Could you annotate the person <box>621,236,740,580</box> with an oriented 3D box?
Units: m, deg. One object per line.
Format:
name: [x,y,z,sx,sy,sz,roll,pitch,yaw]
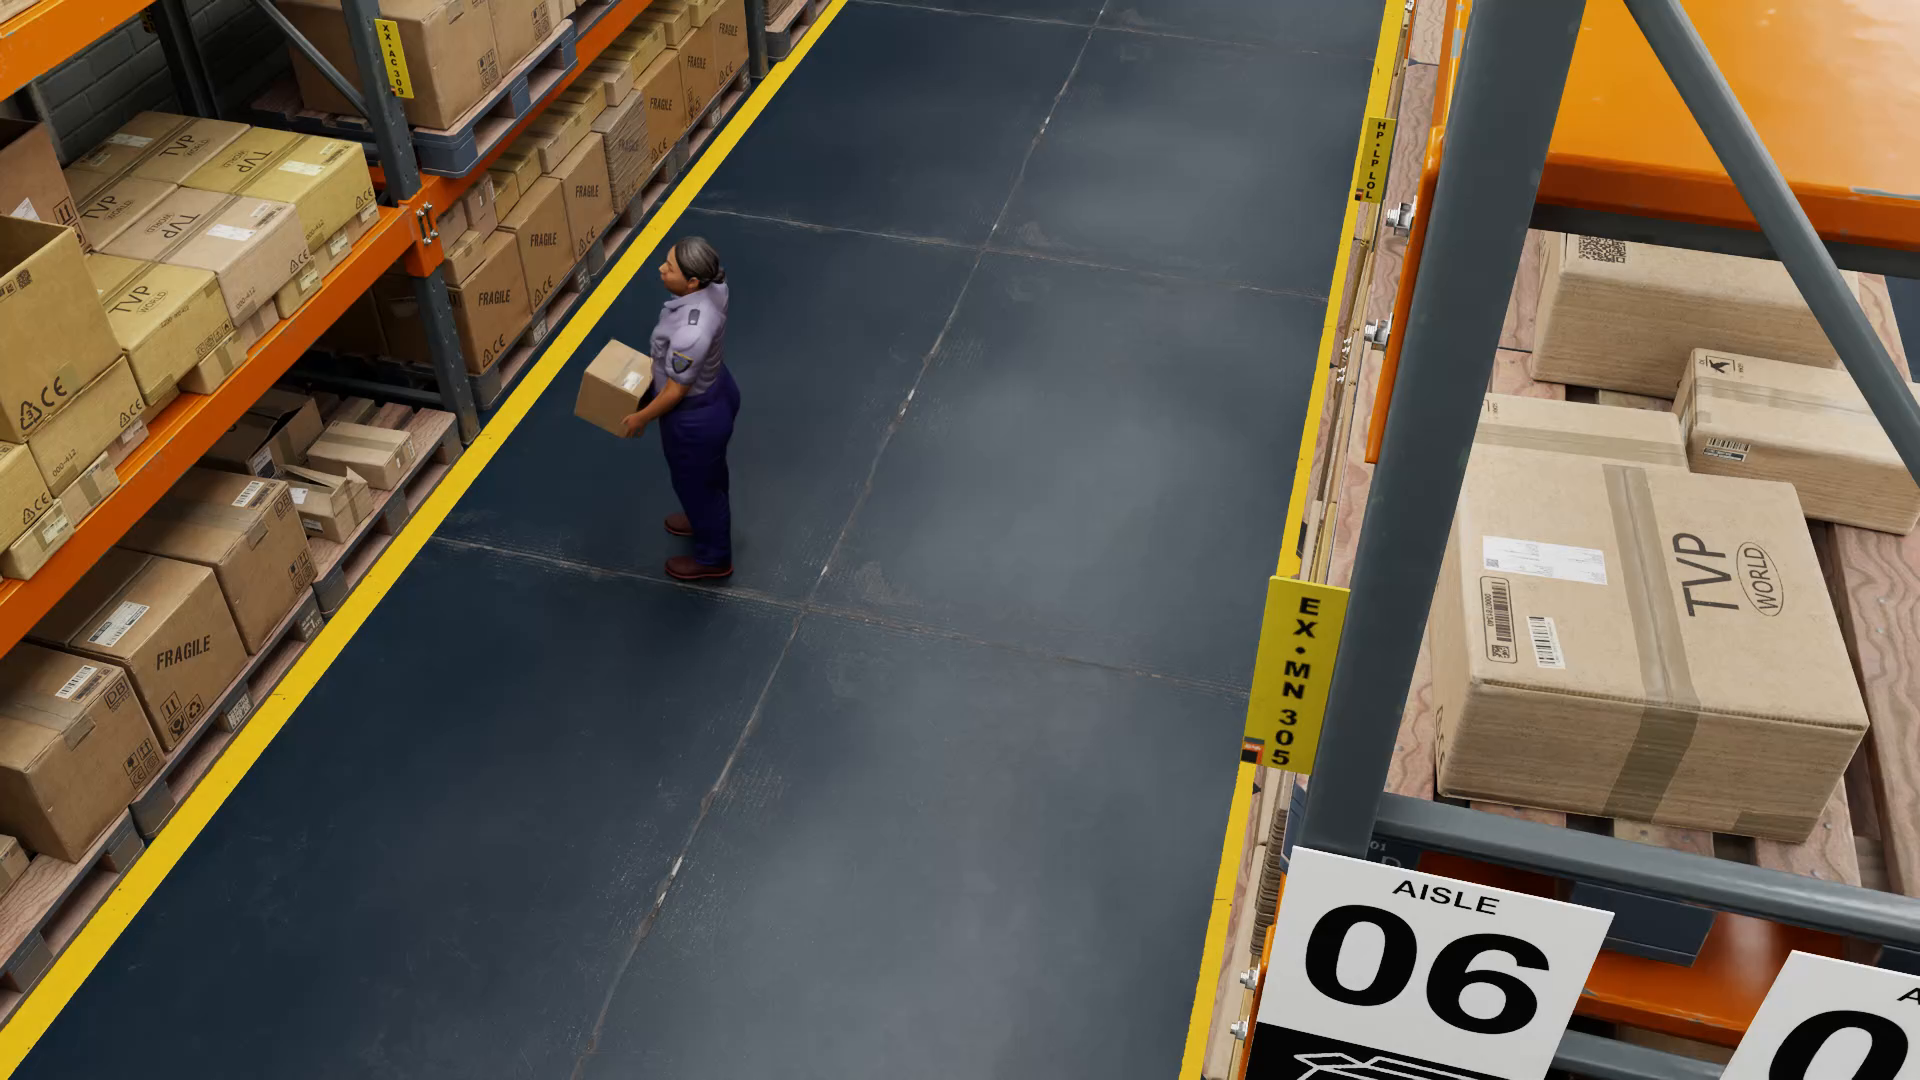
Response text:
person: [-1.118,-0.534,6.773,0.460,1.652,0.538,2,41,3]
